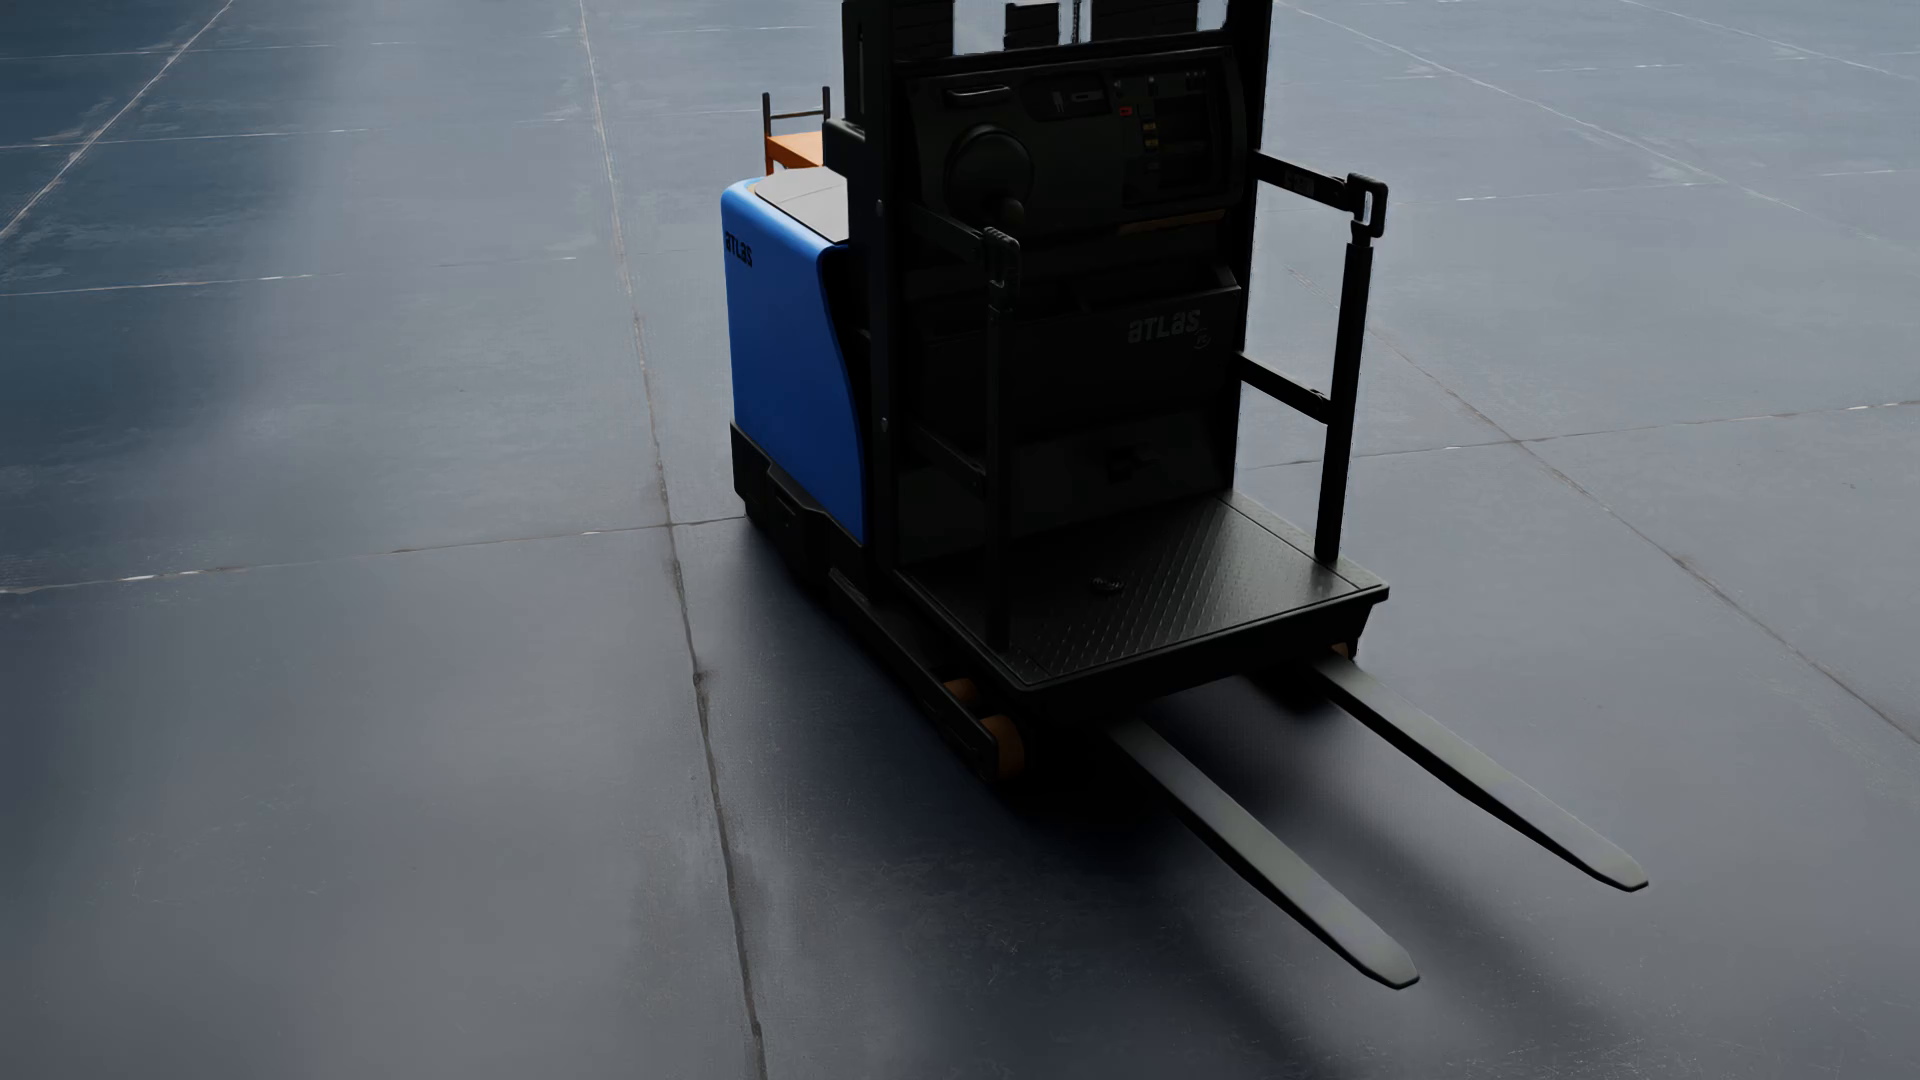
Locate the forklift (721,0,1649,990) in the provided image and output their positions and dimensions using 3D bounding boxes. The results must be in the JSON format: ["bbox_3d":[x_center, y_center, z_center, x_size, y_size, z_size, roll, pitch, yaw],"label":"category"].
[{"bbox_3d":[0.399,-0.946,3.872,1.130,2.935,3.031,-13,30,-25],"label":"forklift"}]

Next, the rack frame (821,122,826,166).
[{"bbox_3d":[-0.320,-0.782,5.468,0.240,1.200,0.015,-14,30,-25],"label":"rack frame"}]

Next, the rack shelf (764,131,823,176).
[{"bbox_3d":[-0.435,-1.230,5.483,0.258,0.148,0.480,-14,30,-25],"label":"rack shelf"}]

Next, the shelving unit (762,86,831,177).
[{"bbox_3d":[-0.435,-0.879,5.660,0.258,1.200,0.503,-14,30,-25],"label":"shelving unit"}]

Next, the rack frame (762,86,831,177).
[{"bbox_3d":[-0.550,-0.976,5.852,0.240,1.200,0.015,-14,30,-25],"label":"rack frame"}]
